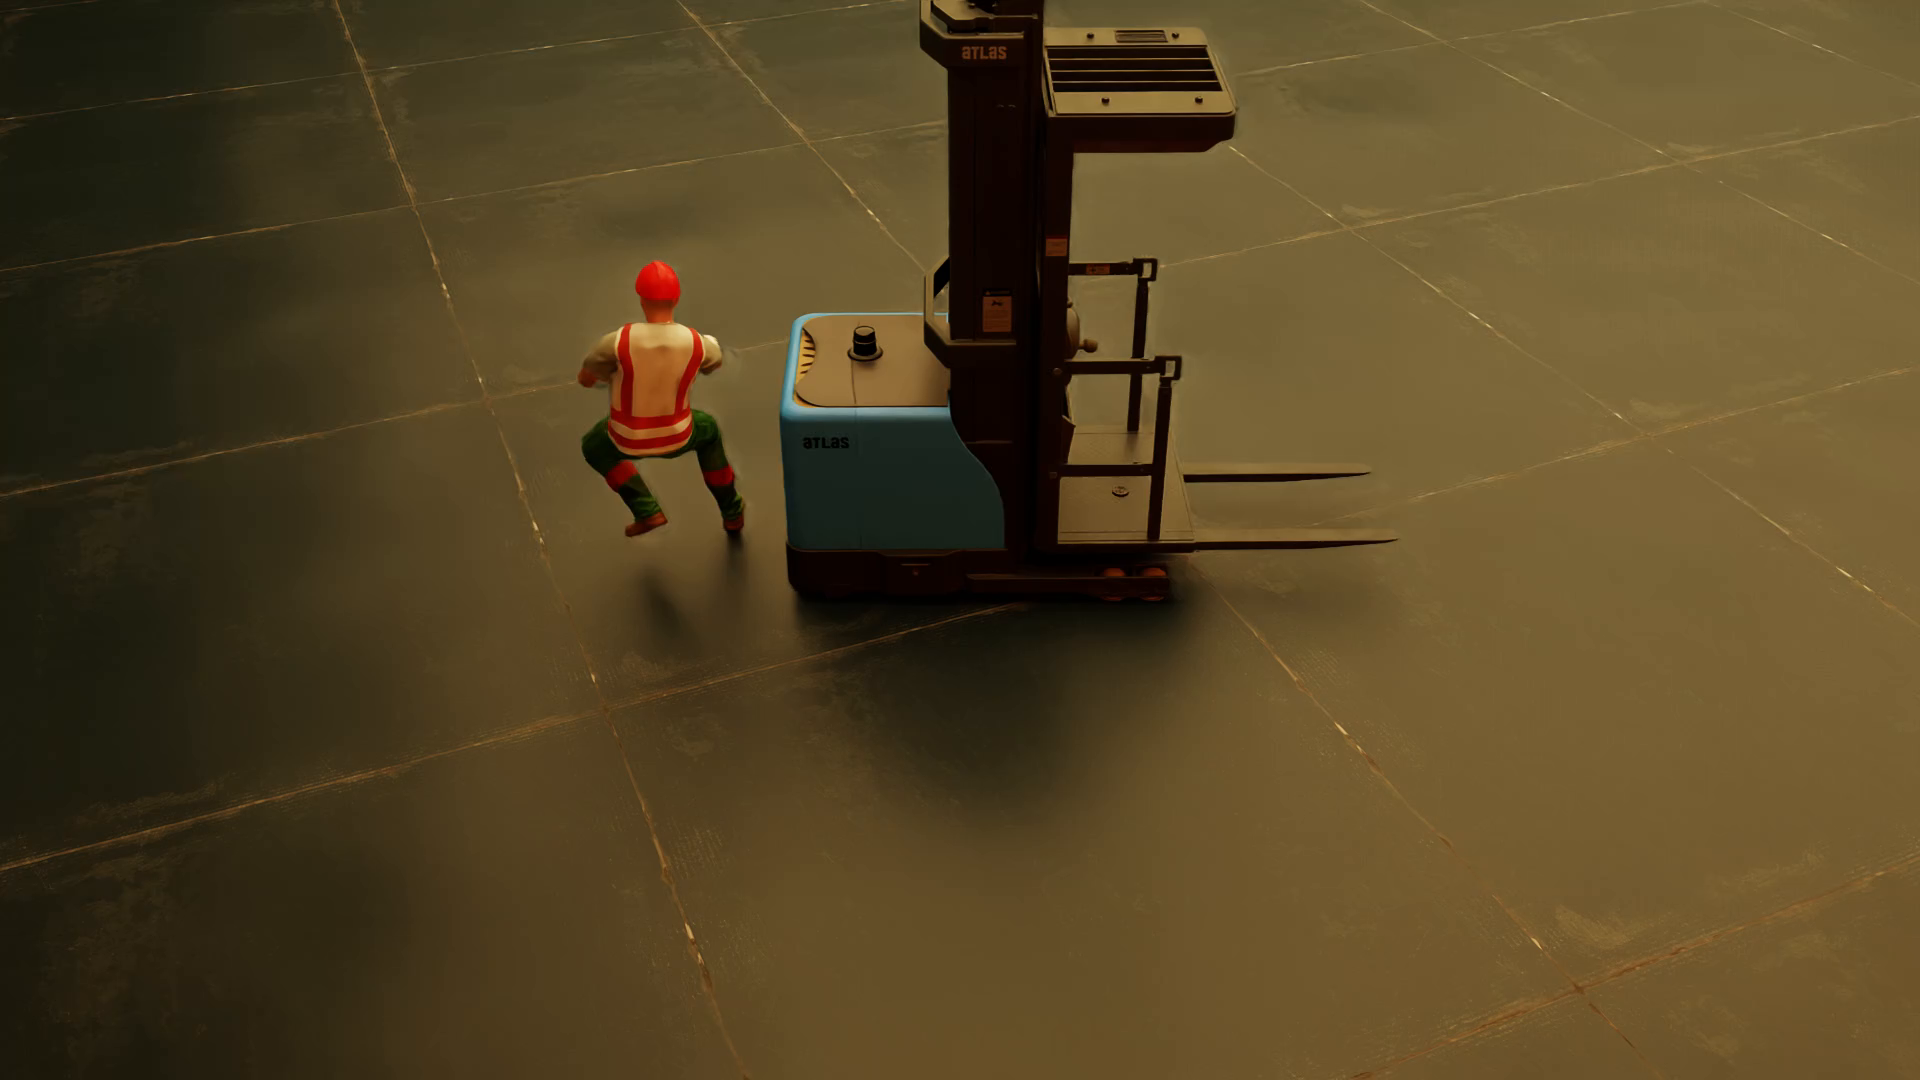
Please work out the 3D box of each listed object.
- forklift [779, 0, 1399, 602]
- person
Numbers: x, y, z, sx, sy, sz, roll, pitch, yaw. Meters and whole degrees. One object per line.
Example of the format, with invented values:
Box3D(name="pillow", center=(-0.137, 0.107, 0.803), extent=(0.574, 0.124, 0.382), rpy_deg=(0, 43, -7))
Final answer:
Box3D(name="forklift", center=(0.660, -1.200, 7.786), extent=(3.031, 2.935, 1.130), rpy_deg=(0, 35, -1))
Box3D(name="person", center=(-1.467, -0.683, 8.150), extent=(0.784, 1.599, 0.740), rpy_deg=(-11, 37, -16))
